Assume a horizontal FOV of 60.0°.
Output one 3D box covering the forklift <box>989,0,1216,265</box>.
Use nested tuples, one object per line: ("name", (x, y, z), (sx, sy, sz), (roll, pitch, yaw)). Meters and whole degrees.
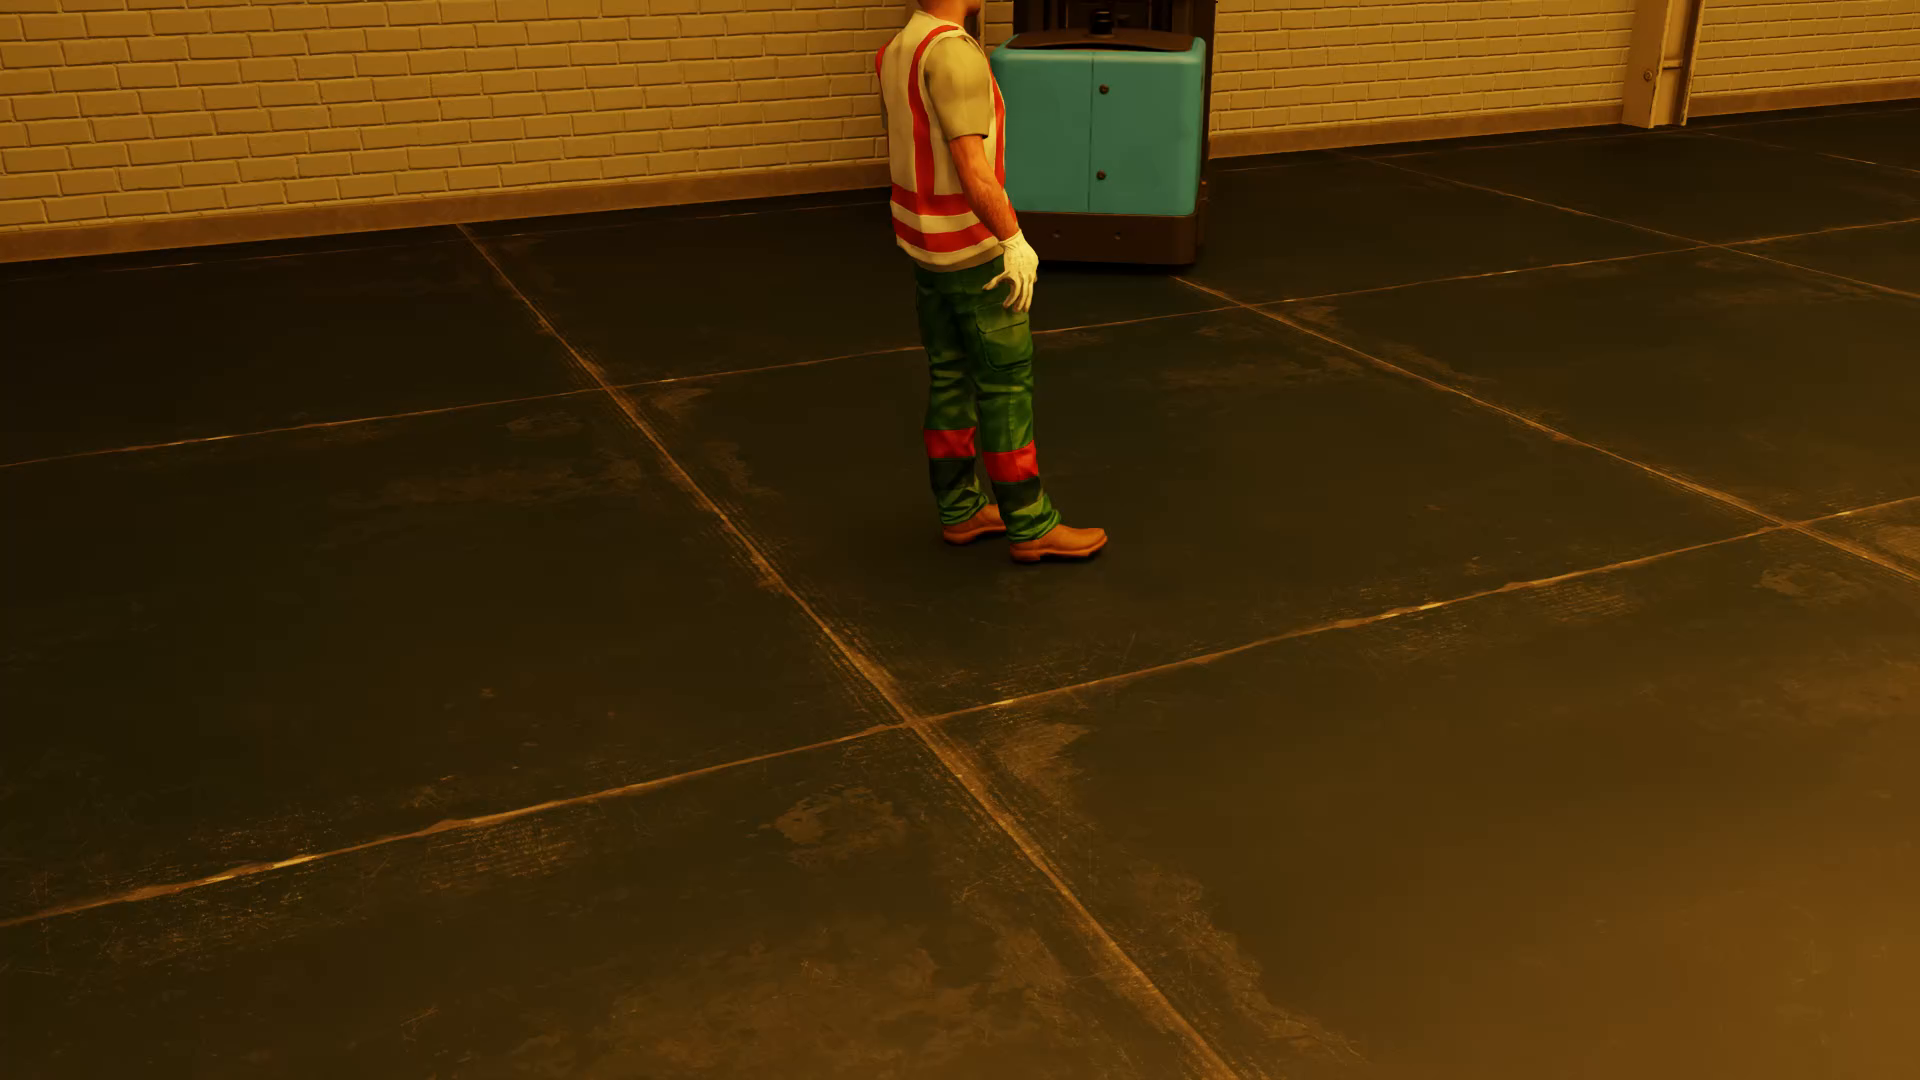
("forklift", (0.871, -3.236, 9.077), (1.130, 2.935, 3.031), (4, 23, 9))

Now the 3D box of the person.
("person", (0.078, -0.842, 4.782), (0.562, 1.790, 0.637), (-10, 25, -23))
